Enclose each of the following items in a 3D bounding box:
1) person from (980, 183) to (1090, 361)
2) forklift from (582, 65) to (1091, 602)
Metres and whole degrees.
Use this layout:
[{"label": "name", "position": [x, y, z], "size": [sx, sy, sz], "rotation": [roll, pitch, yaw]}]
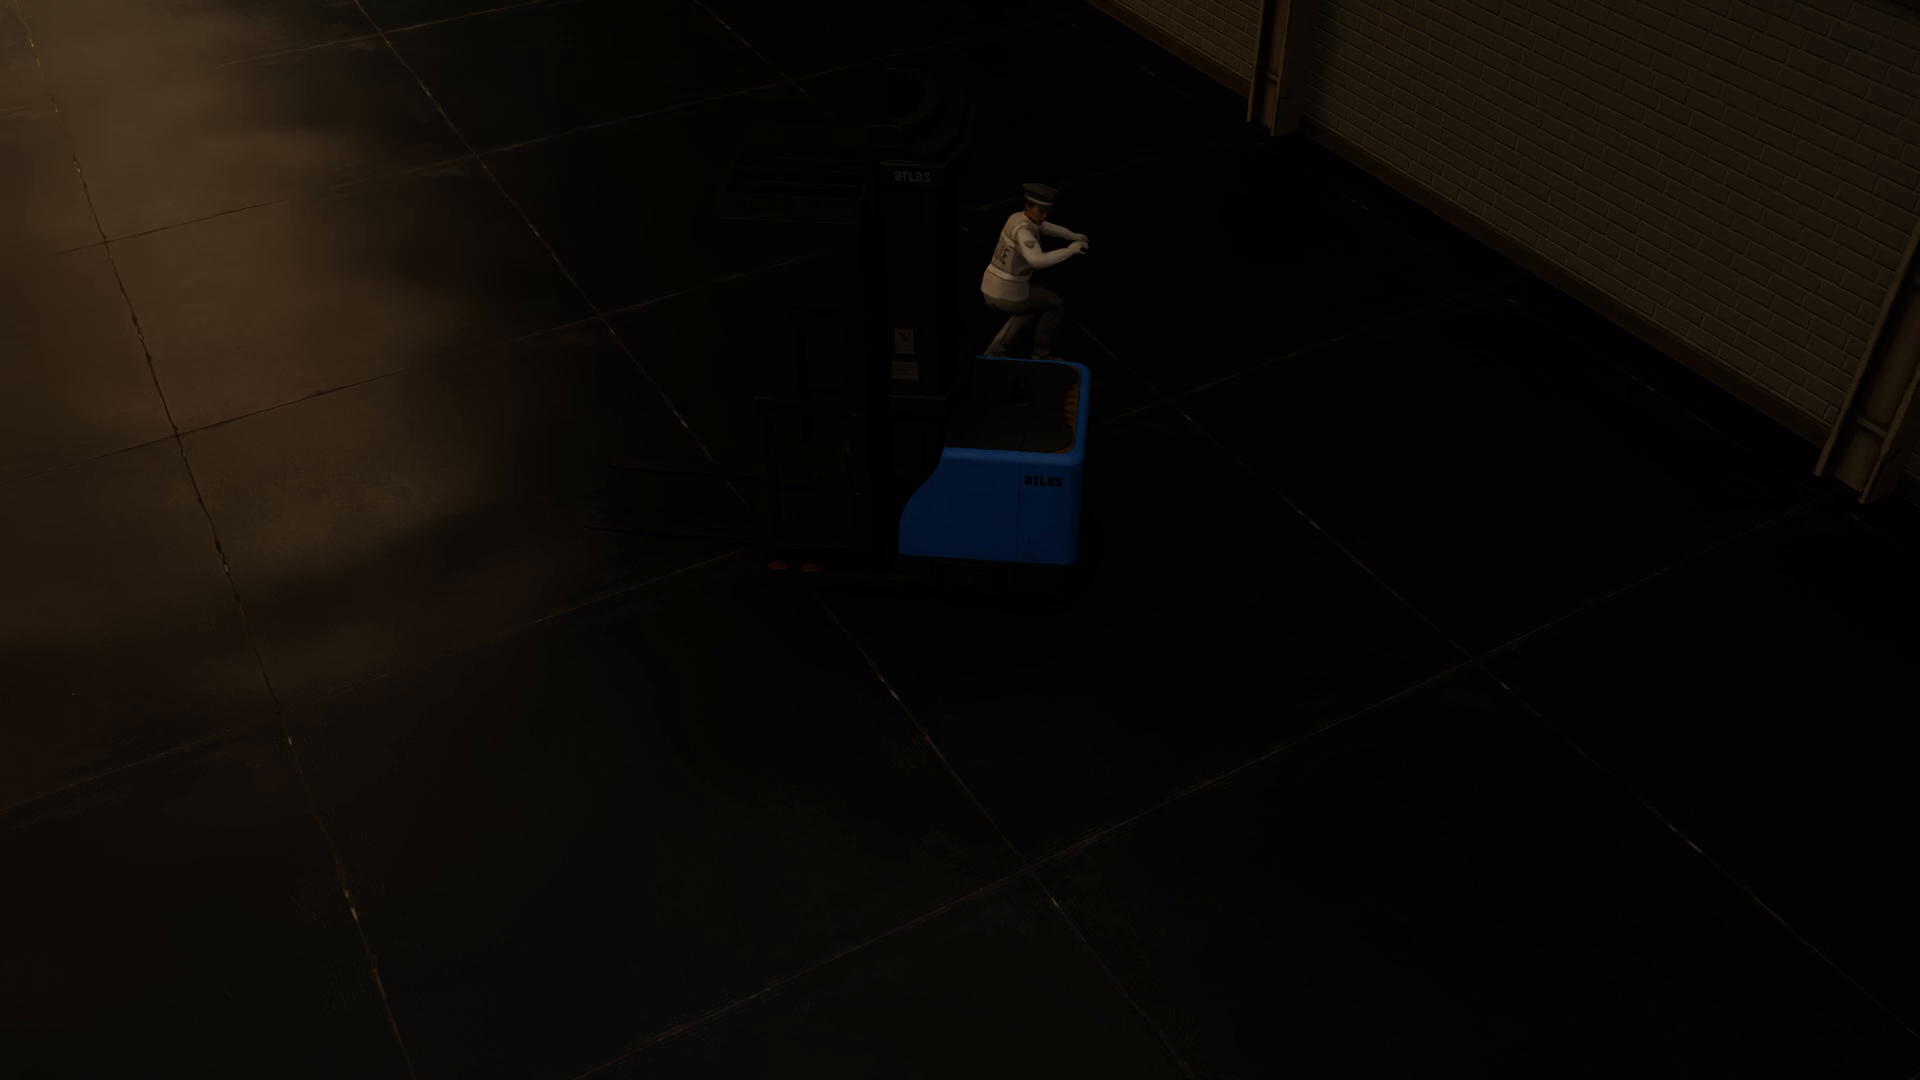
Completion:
[{"label": "person", "position": [0.613, -1.796, 11.414], "size": [0.945, 1.401, 0.708], "rotation": [-21, 44, -23]}, {"label": "forklift", "position": [-0.756, -1.159, 9.433], "size": [3.031, 2.935, 1.130], "rotation": [4, 40, 5]}]
